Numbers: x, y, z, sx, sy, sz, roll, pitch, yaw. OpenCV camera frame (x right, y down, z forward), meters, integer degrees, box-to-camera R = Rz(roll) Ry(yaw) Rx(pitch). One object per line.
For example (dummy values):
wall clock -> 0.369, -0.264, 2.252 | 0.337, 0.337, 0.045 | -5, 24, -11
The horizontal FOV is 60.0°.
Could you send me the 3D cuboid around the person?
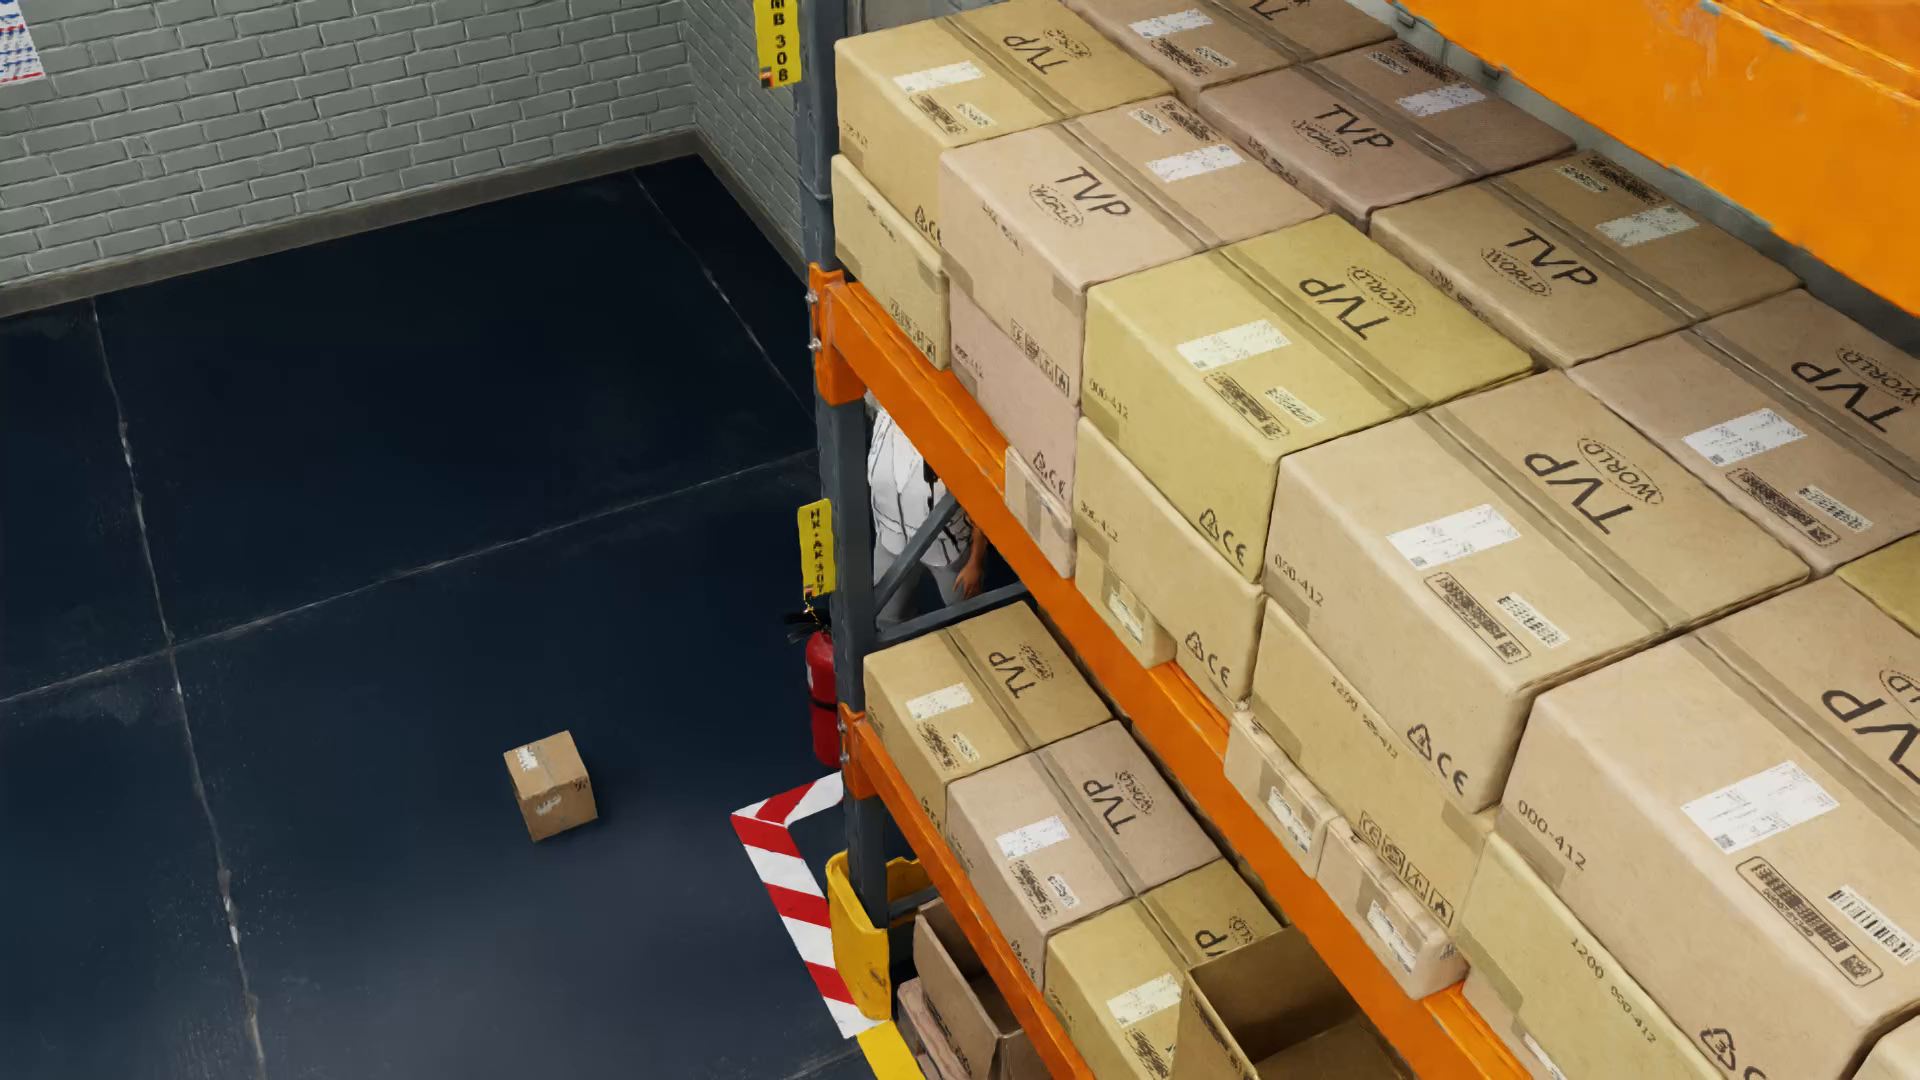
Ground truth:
person -> -0.100, 0.014, 6.183 | 0.515, 1.727, 0.455 | 18, 45, 20
